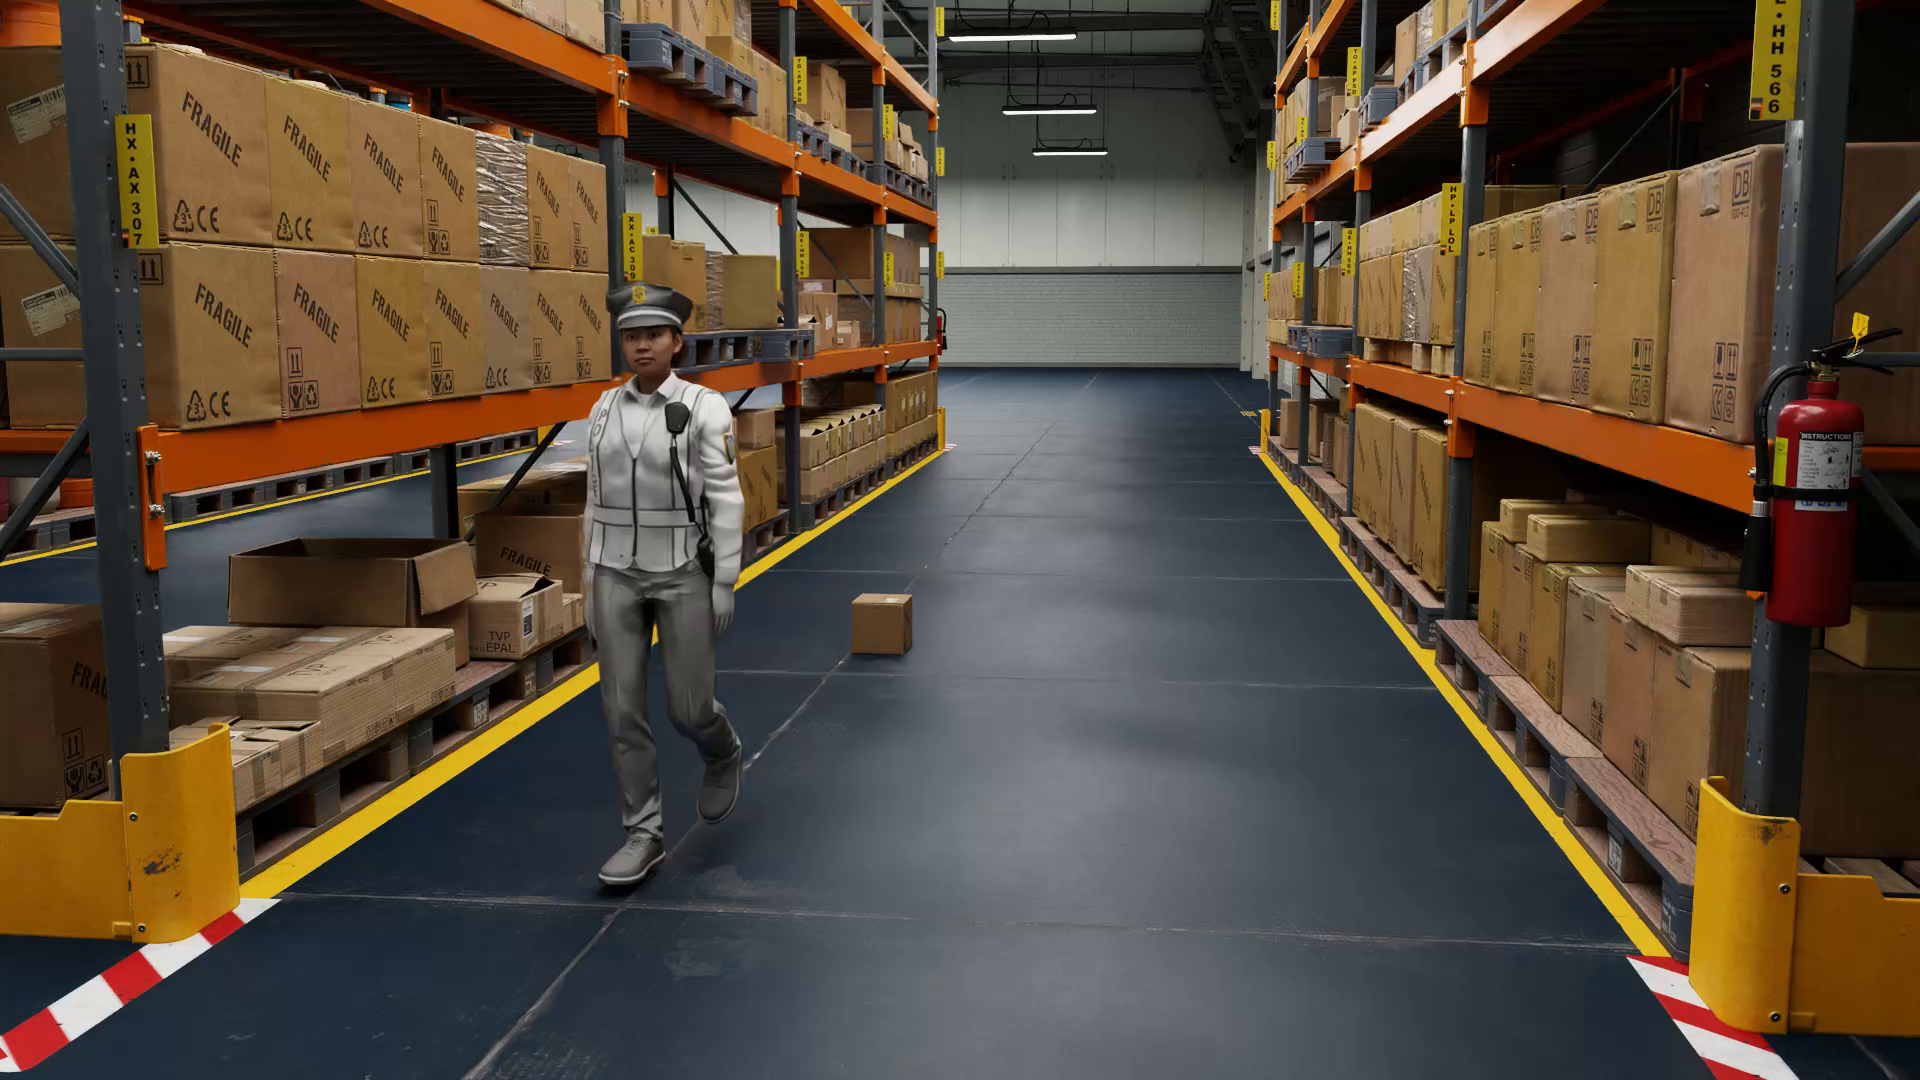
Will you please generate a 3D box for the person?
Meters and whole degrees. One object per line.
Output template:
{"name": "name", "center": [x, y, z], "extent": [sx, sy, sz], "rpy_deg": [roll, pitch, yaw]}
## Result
{"name": "person", "center": [-0.861, -0.168, 4.729], "extent": [0.486, 0.618, 0.301], "rpy_deg": [2, 8, 12]}
